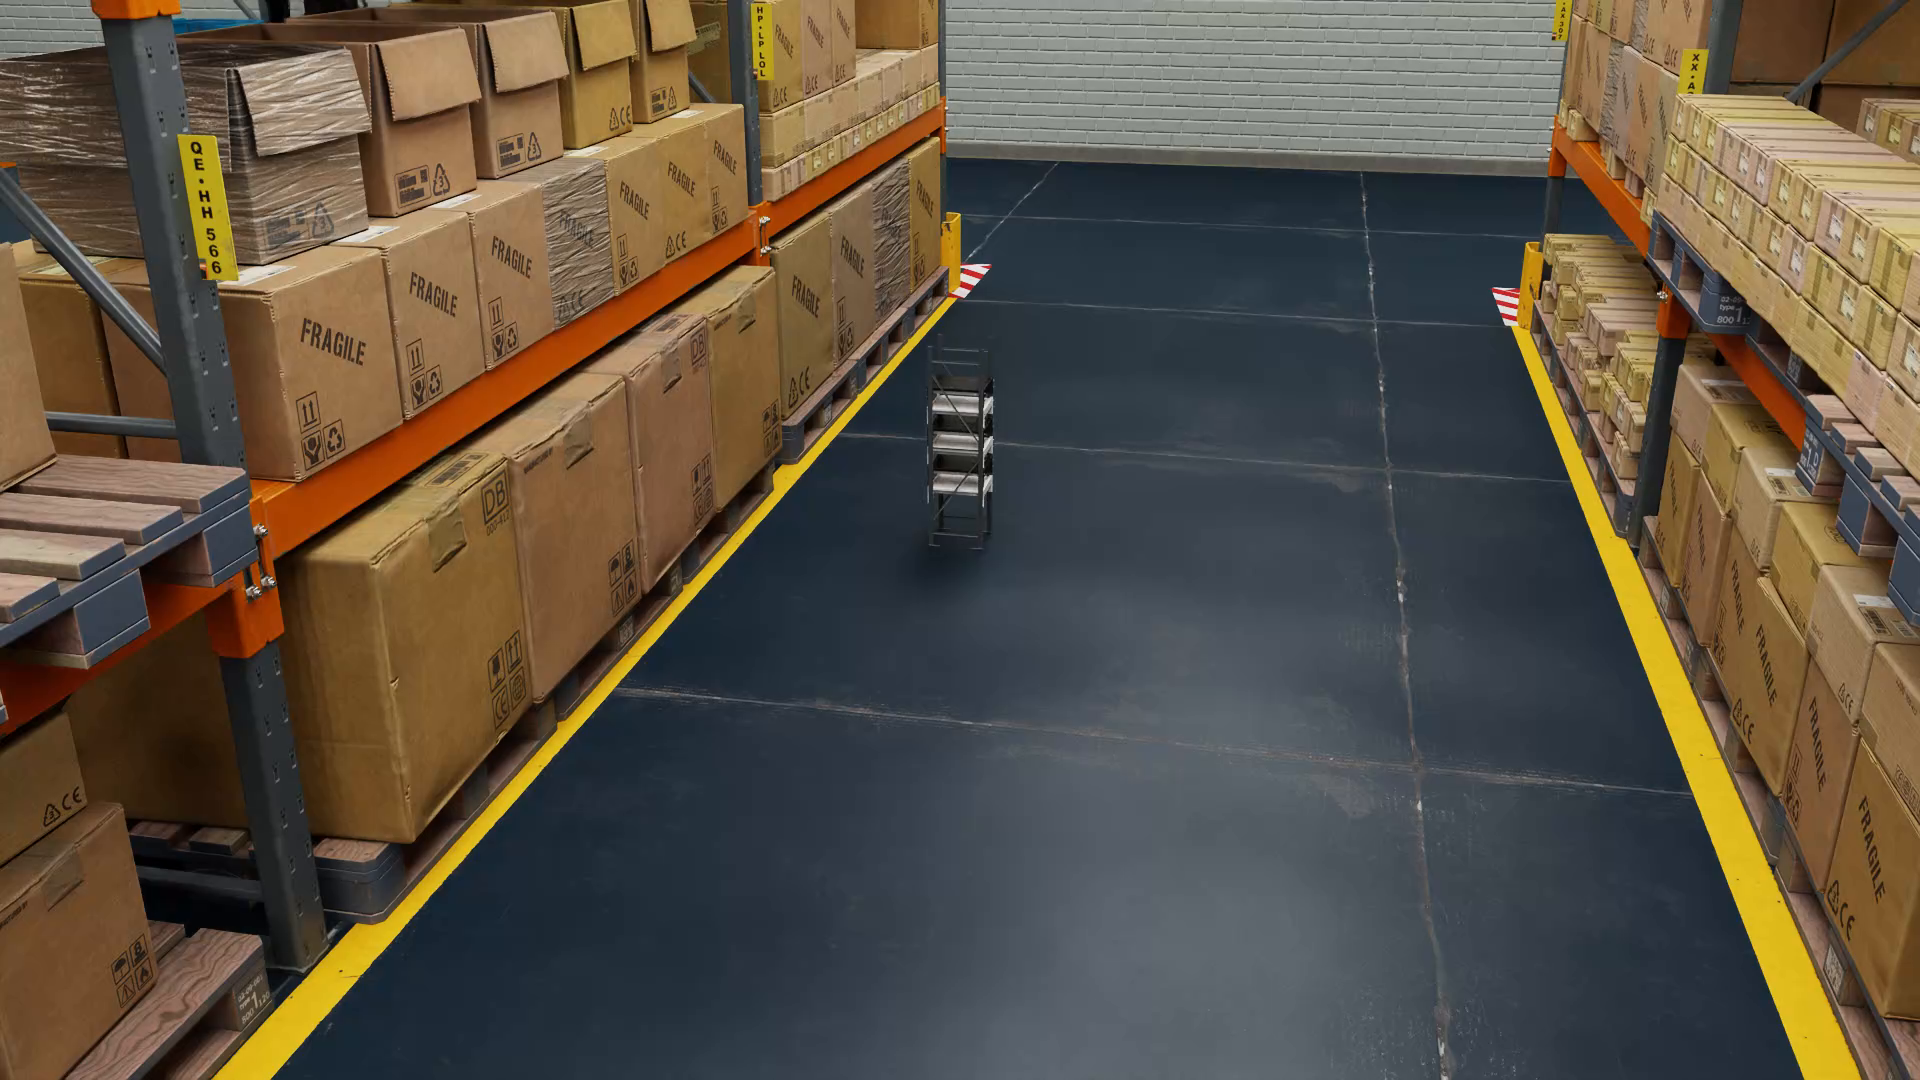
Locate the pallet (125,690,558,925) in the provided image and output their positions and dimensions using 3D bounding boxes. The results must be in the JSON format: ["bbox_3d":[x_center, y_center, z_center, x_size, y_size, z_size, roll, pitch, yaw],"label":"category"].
[{"bbox_3d":[-1.994,0.727,5.265,1.003,0.211,1.213,4,22,11],"label":"pallet"}]

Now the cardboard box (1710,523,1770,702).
[{"bbox_3d":[2.812,0.270,5.453,0.500,0.500,0.500,5,22,12],"label":"cardboard box"}]

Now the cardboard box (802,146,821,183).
[{"bbox_3d":[-0.920,-1.905,8.405,0.380,0.149,0.250,5,23,13],"label":"cardboard box"}]

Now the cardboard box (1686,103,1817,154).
[{"bbox_3d":[2.841,-1.474,5.976,0.380,0.149,0.250,5,22,12],"label":"cardboard box"}]

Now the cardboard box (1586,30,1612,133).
[{"bbox_3d":[3.680,-2.460,8.913,0.500,0.500,0.500,5,22,12],"label":"cardboard box"}]

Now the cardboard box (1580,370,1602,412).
[{"bbox_3d":[3.380,-0.752,8.459,0.380,0.149,0.250,4,22,11],"label":"cardboard box"}]

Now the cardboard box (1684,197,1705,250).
[{"bbox_3d":[2.786,-1.108,5.863,0.380,0.149,0.250,5,22,11],"label":"cardboard box"}]

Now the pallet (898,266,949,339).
[{"bbox_3d":[-0.683,-1.617,11.087,1.003,0.211,1.213,4,22,11],"label":"pallet"}]

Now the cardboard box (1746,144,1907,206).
[{"bbox_3d":[2.629,-1.104,5.056,0.380,0.149,0.250,5,23,13],"label":"cardboard box"}]

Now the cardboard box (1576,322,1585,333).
[{"bbox_3d":[3.683,-1.120,9.374,0.380,0.149,0.250,5,22,11],"label":"cardboard box"}]

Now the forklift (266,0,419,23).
[{"bbox_3d":[-3.291,-2.187,8.861,1.130,2.935,3.031,7,23,17],"label":"forklift"}]

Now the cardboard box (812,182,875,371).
[{"bbox_3d":[-1.016,-1.520,9.394,0.875,0.875,0.875,4,22,11],"label":"cardboard box"}]

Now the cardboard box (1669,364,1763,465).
[{"bbox_3d":[3.013,-0.464,6.271,0.500,0.250,0.500,3,22,9],"label":"cardboard box"}]

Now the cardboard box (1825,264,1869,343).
[{"bbox_3d":[2.417,-0.586,4.169,0.380,0.149,0.250,5,22,11],"label":"cardboard box"}]

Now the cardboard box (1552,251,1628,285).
[{"bbox_3d":[3.684,-1.584,9.730,0.380,0.149,0.250,4,22,11],"label":"cardboard box"}]

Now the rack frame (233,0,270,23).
[{"bbox_3d":[-5.445,-3.587,12.244,1.000,3.000,0.127,4,22,11],"label":"rack frame"}]

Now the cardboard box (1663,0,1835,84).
[{"bbox_3d":[3.254,-2.172,6.861,0.500,0.500,0.500,4,22,9],"label":"cardboard box"}]

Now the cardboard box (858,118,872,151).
[{"bbox_3d":[-0.710,-2.283,9.343,0.380,0.149,0.250,4,22,9],"label":"cardboard box"}]

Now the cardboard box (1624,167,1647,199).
[{"bbox_3d":[3.413,-1.727,7.962,0.380,0.149,0.250,3,22,9],"label":"cardboard box"}]

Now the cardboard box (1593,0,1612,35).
[{"bbox_3d":[3.662,-2.925,8.730,0.500,0.500,0.500,4,22,10],"label":"cardboard box"}]

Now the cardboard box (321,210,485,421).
[{"bbox_3d":[-1.760,-0.676,4.882,0.500,0.500,0.500,4,22,9],"label":"cardboard box"}]

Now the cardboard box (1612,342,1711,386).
[{"bbox_3d":[3.297,-0.818,7.826,0.380,0.149,0.250,4,22,10],"label":"cardboard box"}]

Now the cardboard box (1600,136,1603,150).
[{"bbox_3d":[3.735,-2.191,9.115,0.380,0.149,0.250,4,22,10],"label":"cardboard box"}]

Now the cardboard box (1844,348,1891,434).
[{"bbox_3d":[2.361,-0.347,3.974,0.380,0.149,0.250,5,22,12],"label":"cardboard box"}]

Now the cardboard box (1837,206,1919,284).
[{"bbox_3d":[2.415,-0.722,4.109,0.380,0.149,0.250,5,22,13],"label":"cardboard box"}]

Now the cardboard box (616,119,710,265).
[{"bbox_3d":[-1.348,-1.420,6.731,0.500,0.500,0.500,5,23,13],"label":"cardboard box"}]

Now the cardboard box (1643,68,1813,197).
[{"bbox_3d":[3.244,-1.714,7.062,0.500,0.500,0.500,4,22,11],"label":"cardboard box"}]

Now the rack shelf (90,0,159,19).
[{"bbox_3d":[-2.637,-0.610,1.800,1.077,0.370,4.000,4,22,11],"label":"rack shelf"}]

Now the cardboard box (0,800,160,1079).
[{"bbox_3d":[-2.346,0.919,3.815,0.700,0.500,0.500,3,22,8],"label":"cardboard box"}]

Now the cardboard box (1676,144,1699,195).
[{"bbox_3d":[2.841,-1.344,6.050,0.380,0.149,0.250,4,22,10],"label":"cardboard box"}]

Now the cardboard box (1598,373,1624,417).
[{"bbox_3d":[3.256,-0.680,7.883,0.380,0.149,0.250,4,22,9],"label":"cardboard box"}]

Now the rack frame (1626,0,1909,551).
[{"bbox_3d":[3.422,-1.331,6.644,1.000,3.000,0.127,4,22,11],"label":"rack frame"}]

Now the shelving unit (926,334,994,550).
[{"bbox_3d":[0.002,-0.420,7.193,0.258,0.900,0.210,4,22,11],"label":"shelving unit"}]

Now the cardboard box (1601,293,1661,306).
[{"bbox_3d":[3.592,-1.195,8.763,0.380,0.149,0.250,5,22,11],"label":"cardboard box"}]

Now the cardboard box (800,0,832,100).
[{"bbox_3d":[-0.957,-2.498,8.339,0.500,0.500,0.500,4,22,11],"label":"cardboard box"}]

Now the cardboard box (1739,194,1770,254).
[{"bbox_3d":[2.629,-0.958,5.094,0.380,0.149,0.250,4,22,10],"label":"cardboard box"}]

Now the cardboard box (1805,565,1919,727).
[{"bbox_3d":[2.581,0.293,4.391,0.500,0.250,0.500,5,22,12],"label":"cardboard box"}]

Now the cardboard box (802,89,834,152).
[{"bbox_3d":[-0.954,-2.148,8.475,0.500,0.250,0.500,4,22,11],"label":"cardboard box"}]

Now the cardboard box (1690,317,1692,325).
[{"bbox_3d":[4.039,-1.159,8.675,0.380,0.149,0.250,5,22,11],"label":"cardboard box"}]

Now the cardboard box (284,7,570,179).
[{"bbox_3d":[-1.798,-1.545,5.698,0.797,0.503,0.637,5,23,13],"label":"cardboard box"}]

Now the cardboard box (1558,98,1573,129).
[{"bbox_3d":[3.852,-2.584,10.091,0.380,0.149,0.250,4,22,10],"label":"cardboard box"}]

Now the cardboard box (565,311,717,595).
[{"bbox_3d":[-1.705,-0.393,6.596,1.225,0.875,0.875,4,22,9],"label":"cardboard box"}]

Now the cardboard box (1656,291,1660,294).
[{"bbox_3d":[4.150,-1.309,9.445,0.380,0.149,0.250,4,22,10],"label":"cardboard box"}]

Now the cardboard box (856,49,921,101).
[{"bbox_3d":[-0.540,-2.895,10.328,0.500,0.250,0.500,4,22,10],"label":"cardboard box"}]

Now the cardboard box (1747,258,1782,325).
[{"bbox_3d":[2.576,-0.731,4.927,0.380,0.149,0.250,3,22,8],"label":"cardboard box"}]

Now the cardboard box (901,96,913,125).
[{"bbox_3d":[-0.503,-2.659,10.276,0.380,0.149,0.250,5,22,12],"label":"cardboard box"}]

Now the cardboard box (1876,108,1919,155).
[{"bbox_3d":[3.477,-1.425,5.856,0.380,0.149,0.250,4,22,9],"label":"cardboard box"}]

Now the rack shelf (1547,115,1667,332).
[{"bbox_3d":[3.830,-1.729,8.594,1.077,0.370,4.000,4,22,11],"label":"rack shelf"}]

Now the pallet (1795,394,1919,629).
[{"bbox_3d":[2.647,-0.048,3.715,1.213,0.211,1.003,4,22,11],"label":"pallet"}]

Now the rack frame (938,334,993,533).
[{"bbox_3d":[0.022,-0.458,7.285,0.240,0.900,0.006,4,22,11],"label":"rack frame"}]

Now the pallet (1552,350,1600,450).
[{"bbox_3d":[3.771,-0.734,8.893,1.003,0.211,1.213,4,22,11],"label":"pallet"}]

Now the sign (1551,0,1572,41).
[{"bbox_3d":[3.707,-3.237,10.217,0.100,0.325,0.005,4,22,11],"label":"sign"}]

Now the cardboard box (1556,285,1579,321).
[{"bbox_3d":[3.647,-1.355,9.558,0.380,0.149,0.250,5,23,13],"label":"cardboard box"}]

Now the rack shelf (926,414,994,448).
[{"bbox_3d":[0.002,-0.473,7.172,0.258,0.077,0.200,4,22,11],"label":"rack shelf"}]
